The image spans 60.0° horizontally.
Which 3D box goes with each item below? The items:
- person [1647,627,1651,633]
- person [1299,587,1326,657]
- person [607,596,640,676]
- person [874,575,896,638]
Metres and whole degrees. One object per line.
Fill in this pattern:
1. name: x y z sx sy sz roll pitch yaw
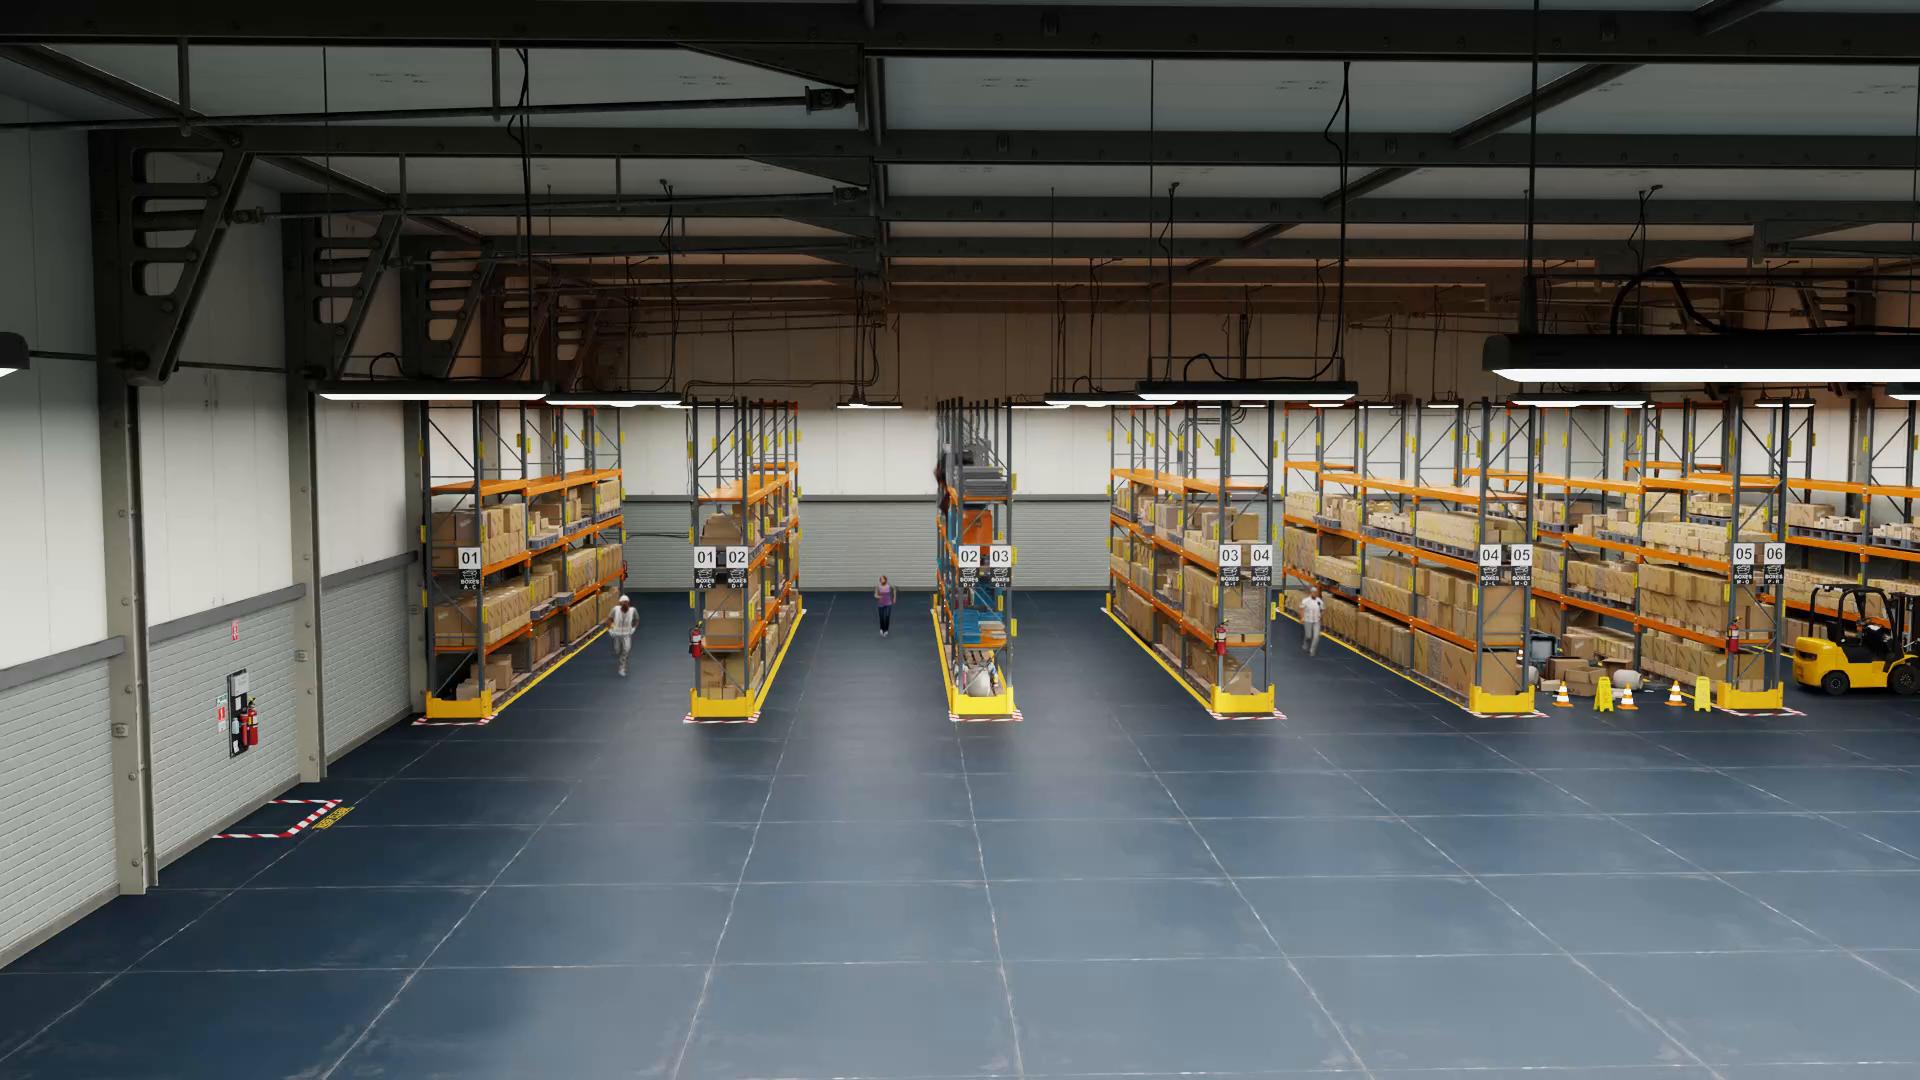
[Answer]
1. person: 16.614 1.861 39.531 0.587 1.698 0.755 -1 4 -11
2. person: 8.266 1.918 38.949 0.621 1.621 0.554 0 4 5
3. person: -7.364 2.067 36.383 0.701 1.750 0.823 -1 4 -11
4. person: -1.890 1.680 42.056 0.544 1.576 0.812 0 4 2
